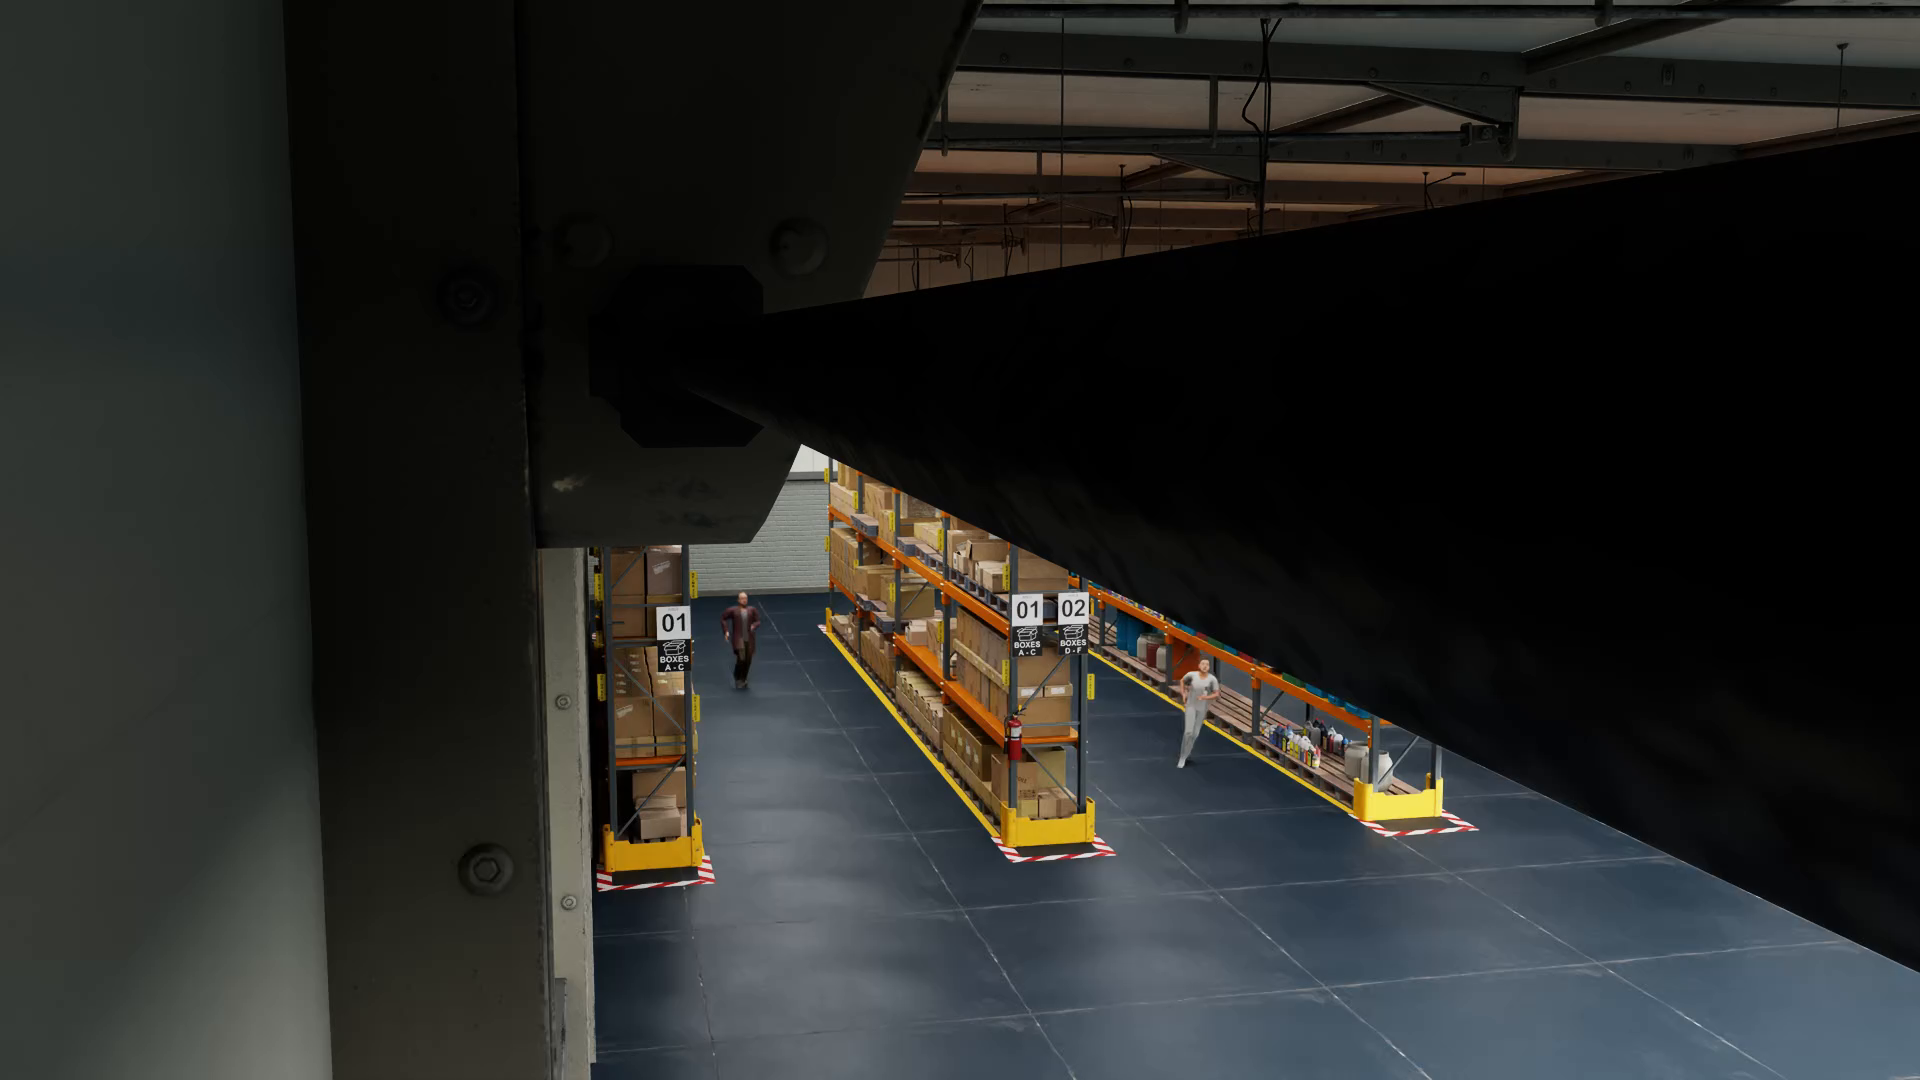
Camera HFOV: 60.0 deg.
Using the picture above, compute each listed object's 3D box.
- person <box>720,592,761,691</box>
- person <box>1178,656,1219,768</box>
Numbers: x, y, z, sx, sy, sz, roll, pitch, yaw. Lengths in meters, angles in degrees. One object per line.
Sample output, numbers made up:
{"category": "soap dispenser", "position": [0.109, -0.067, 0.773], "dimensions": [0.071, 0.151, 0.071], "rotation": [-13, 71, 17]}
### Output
{"category": "person", "position": [-3.963, 1.853, 30.374], "dimensions": [0.688, 1.791, 0.765], "rotation": [-3, 7, -25]}
{"category": "person", "position": [3.563, 2.567, 24.991], "dimensions": [0.609, 1.705, 0.669], "rotation": [0, 7, -1]}
